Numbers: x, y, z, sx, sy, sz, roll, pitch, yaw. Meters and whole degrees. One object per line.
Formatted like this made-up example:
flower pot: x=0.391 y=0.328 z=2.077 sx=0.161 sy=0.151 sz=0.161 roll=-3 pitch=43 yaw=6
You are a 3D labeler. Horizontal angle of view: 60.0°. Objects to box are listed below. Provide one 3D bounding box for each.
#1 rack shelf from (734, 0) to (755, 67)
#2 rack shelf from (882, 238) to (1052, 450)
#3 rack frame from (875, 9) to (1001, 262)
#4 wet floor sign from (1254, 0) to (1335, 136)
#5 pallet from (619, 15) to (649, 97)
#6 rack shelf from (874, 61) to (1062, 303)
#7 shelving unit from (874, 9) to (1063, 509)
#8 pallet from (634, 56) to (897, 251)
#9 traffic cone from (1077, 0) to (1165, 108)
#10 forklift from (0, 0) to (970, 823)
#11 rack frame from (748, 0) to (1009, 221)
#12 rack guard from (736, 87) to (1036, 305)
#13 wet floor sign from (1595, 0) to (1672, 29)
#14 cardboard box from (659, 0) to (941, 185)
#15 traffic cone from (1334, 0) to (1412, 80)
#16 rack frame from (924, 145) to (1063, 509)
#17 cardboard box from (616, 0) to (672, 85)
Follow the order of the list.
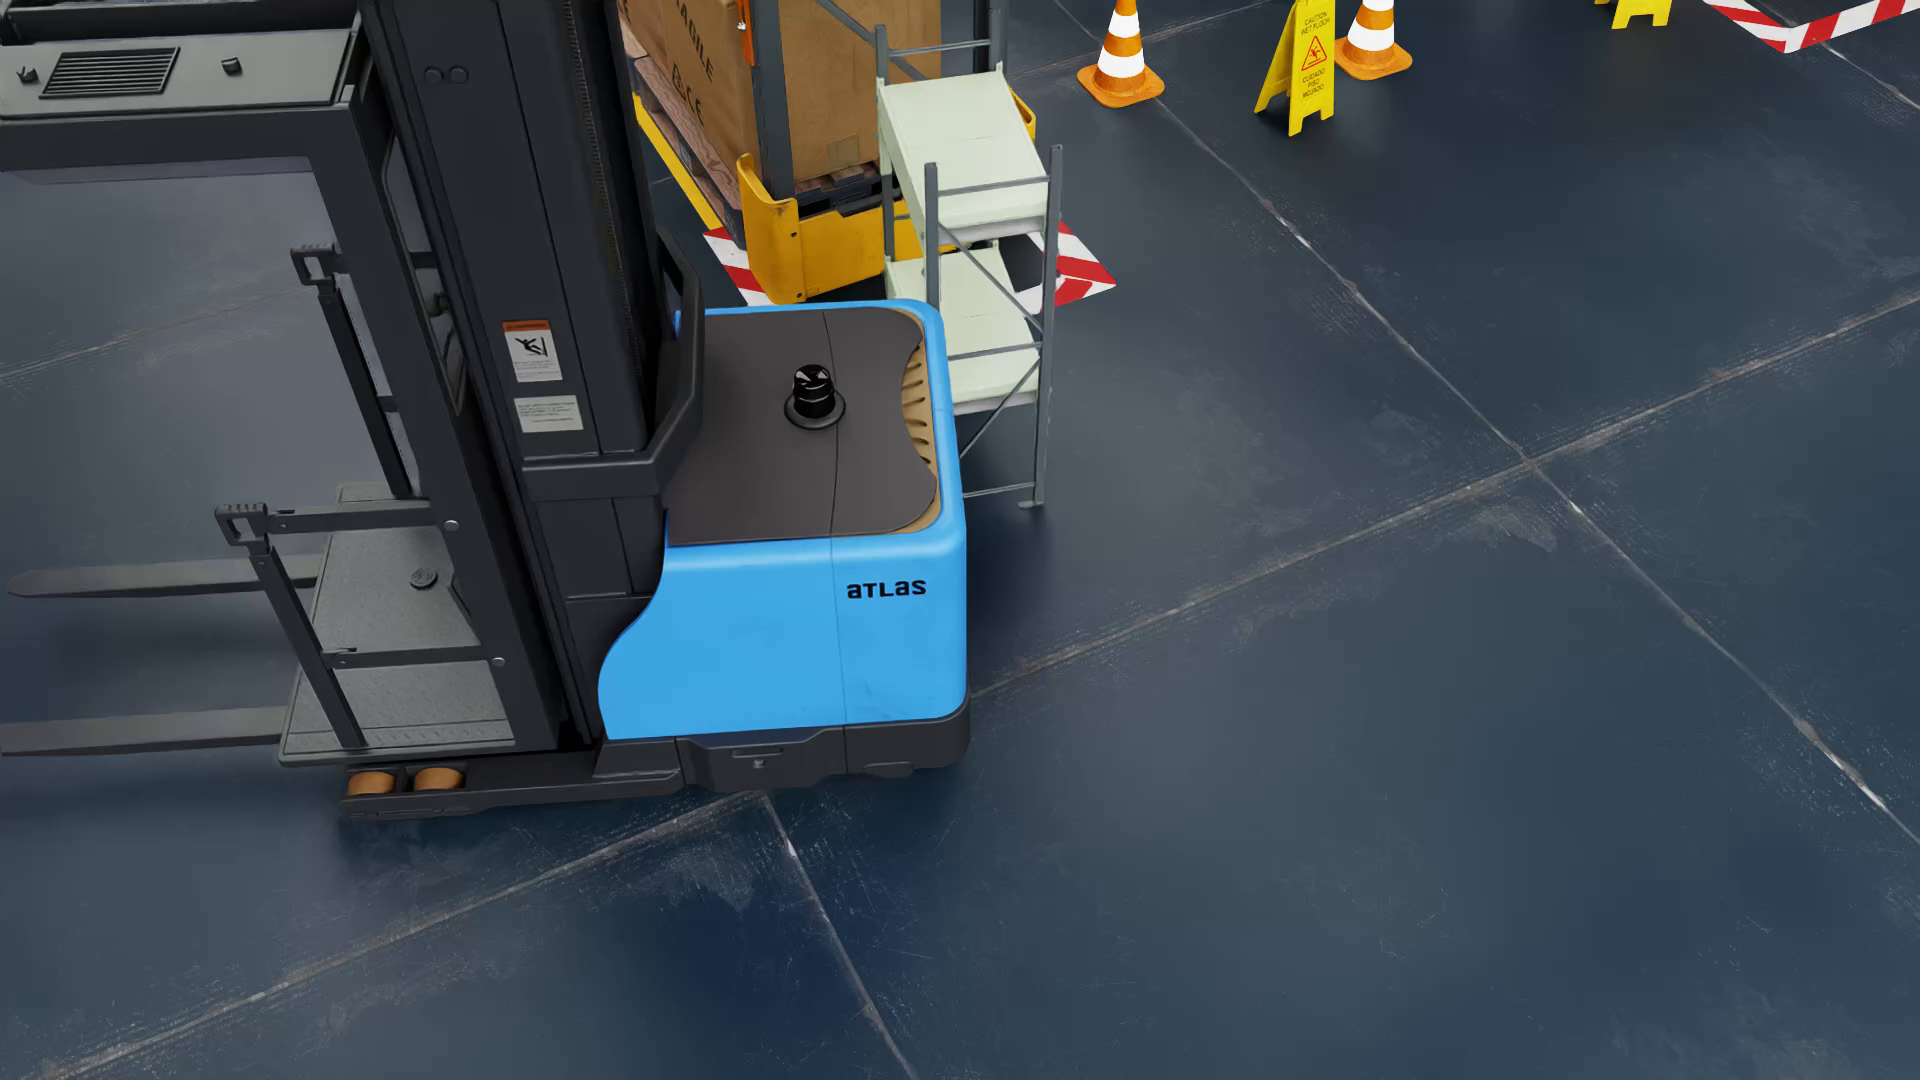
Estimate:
rack shelf: x=-1.204 y=-3.325 z=7.143 sx=1.077 sy=0.370 sz=4.000 roll=-21 pitch=52 yaw=-18
rack shelf: x=0.014 y=-0.647 z=5.753 sx=0.431 sy=0.370 sz=0.720 roll=-10 pitch=50 yaw=-8
rack frame: x=-0.068 y=-1.130 z=5.742 sx=0.400 sy=1.500 sz=0.023 roll=-10 pitch=50 yaw=-8
wet floor sign: x=1.485 y=-2.111 z=7.168 sx=0.267 sy=0.644 sz=0.232 roll=-30 pitch=55 yaw=-23
pallet: x=-1.279 y=-2.629 z=7.909 sx=1.003 sy=0.211 sz=1.213 roll=-21 pitch=52 yaw=-18
rack shelf: x=0.014 y=-1.119 z=5.213 sx=0.431 sy=0.370 sz=0.720 roll=-10 pitch=50 yaw=-8
shelving unit: x=0.014 y=-0.862 z=5.507 sx=0.431 sy=1.500 sz=0.755 roll=-10 pitch=50 yaw=-8
pallet: x=-0.724 y=-1.814 z=7.196 sx=1.003 sy=0.211 sz=1.213 roll=-21 pitch=52 yaw=-18
traffic cone: x=0.731 y=-2.233 z=7.396 sx=0.336 sy=0.463 sz=0.334 roll=-21 pitch=52 yaw=-18
forklift: x=-1.514 y=-0.536 z=4.271 sx=3.031 sy=2.935 sz=1.130 roll=-3 pitch=49 yaw=-3
rack frame: x=-0.289 y=-2.224 z=5.702 sx=1.000 sy=3.000 sz=0.127 roll=-21 pitch=52 yaw=-18
rack guard: x=-0.278 y=-1.385 z=6.629 sx=1.175 sy=0.500 sz=0.348 roll=-21 pitch=52 yaw=-18
wet floor sign: x=3.202 y=-2.725 z=7.705 sx=0.267 sy=0.644 sz=0.232 roll=-5 pitch=49 yaw=-5
cardboard box: x=-0.658 y=-2.093 z=6.721 sx=0.875 sy=0.875 sz=0.875 roll=-21 pitch=52 yaw=-17
traffic cone: x=1.891 y=-2.395 z=7.537 sx=0.336 sy=0.463 sz=0.334 roll=-21 pitch=52 yaw=-18
rack frame: x=0.097 y=-0.593 z=5.272 sx=0.400 sy=1.500 sz=0.023 roll=-10 pitch=50 yaw=-8
cardboard box: x=-1.062 y=-2.682 z=7.235 sx=0.875 sy=0.875 sz=0.875 roll=-22 pitch=52 yaw=-18
